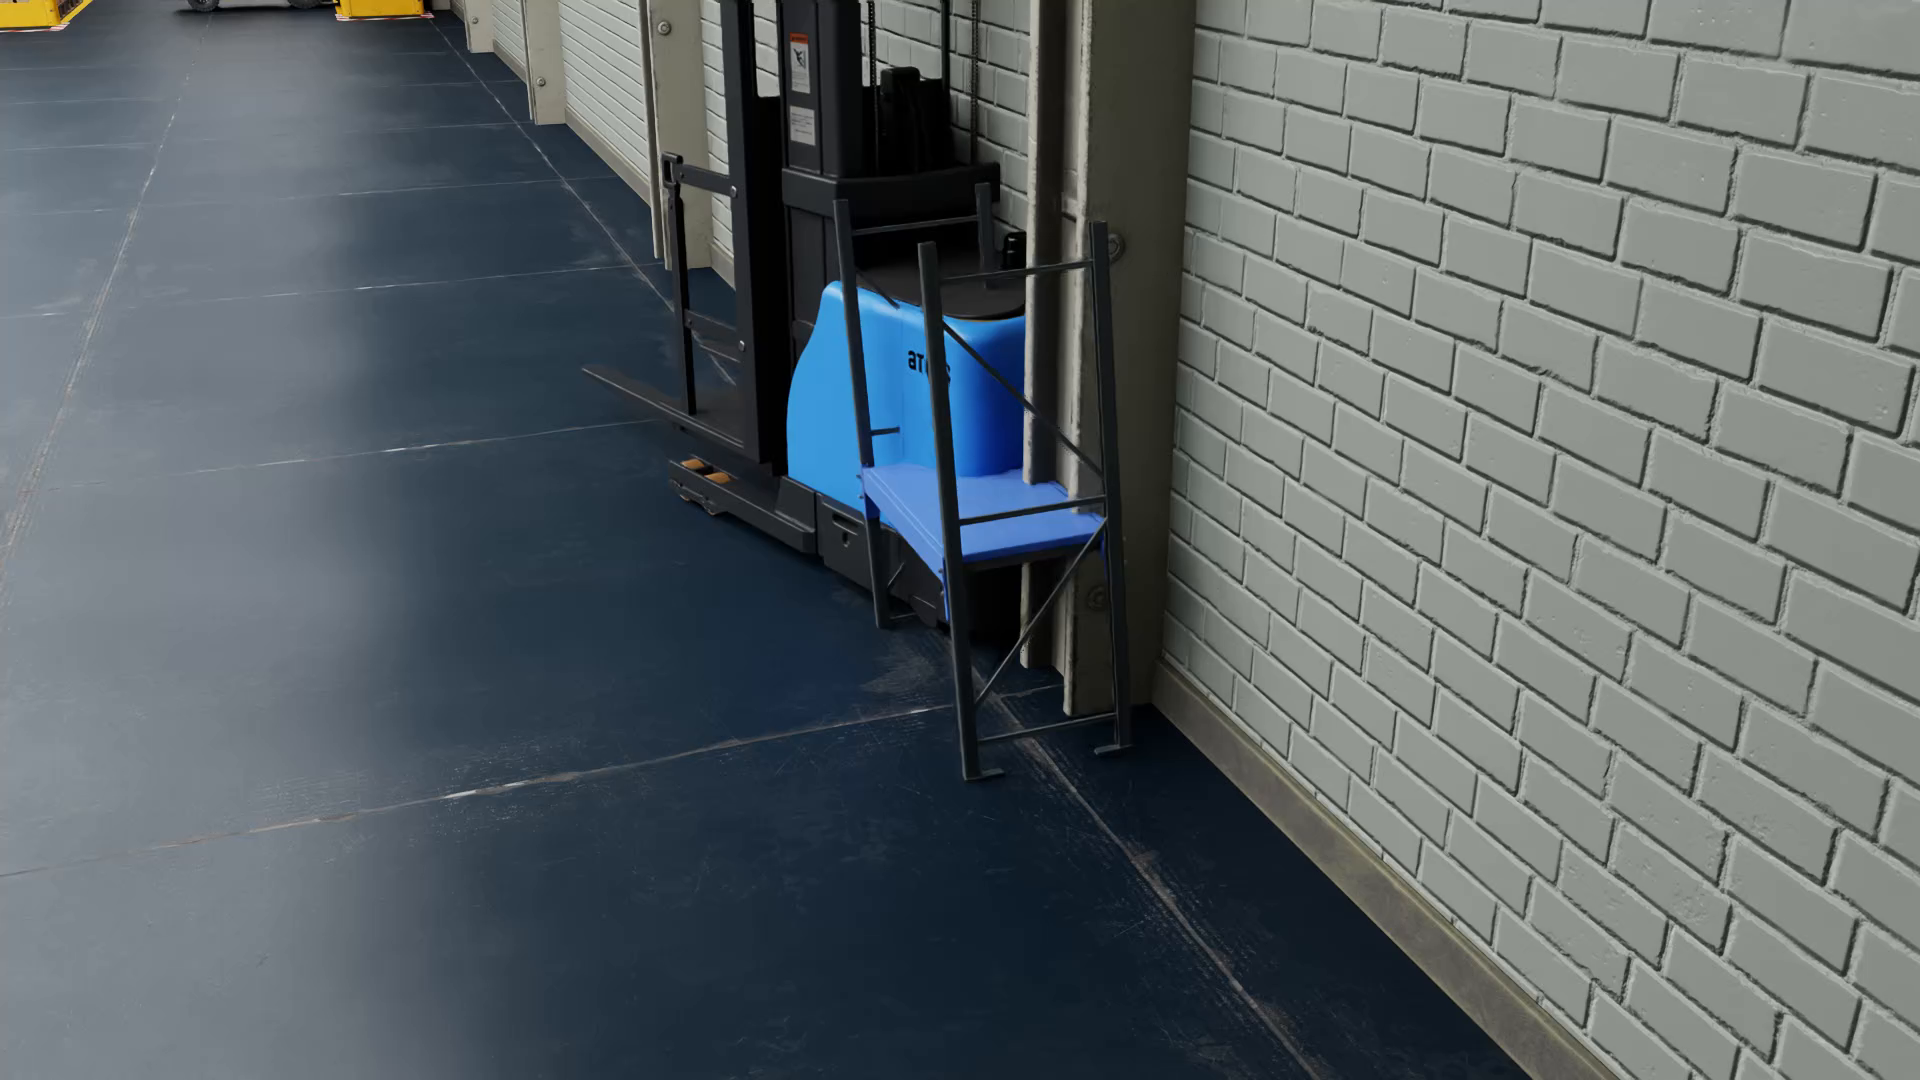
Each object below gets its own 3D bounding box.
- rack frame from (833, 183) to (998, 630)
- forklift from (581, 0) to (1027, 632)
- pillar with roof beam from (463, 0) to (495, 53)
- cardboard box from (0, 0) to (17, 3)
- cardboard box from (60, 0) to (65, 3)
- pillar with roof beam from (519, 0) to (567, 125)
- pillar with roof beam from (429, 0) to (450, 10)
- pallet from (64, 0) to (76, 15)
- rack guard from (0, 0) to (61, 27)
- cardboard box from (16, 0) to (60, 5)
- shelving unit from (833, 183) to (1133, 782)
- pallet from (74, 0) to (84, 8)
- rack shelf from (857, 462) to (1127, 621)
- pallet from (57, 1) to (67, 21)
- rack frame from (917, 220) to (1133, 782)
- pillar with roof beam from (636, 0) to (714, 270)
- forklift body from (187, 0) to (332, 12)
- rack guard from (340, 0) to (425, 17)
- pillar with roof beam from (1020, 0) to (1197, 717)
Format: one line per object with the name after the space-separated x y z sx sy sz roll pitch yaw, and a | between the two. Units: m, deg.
-0.089 -0.373 5.399 0.500 1.500 0.032 -10 20 -14 | rack frame
-0.507 -1.555 6.166 1.130 2.935 3.031 -17 28 -35 | forklift
-9.982 -9.657 17.577 9.100 9.000 0.400 -8 24 -19 | pillar with roof beam
-13.859 -7.797 23.886 0.500 0.250 0.500 -8 24 -19 | cardboard box
-13.513 -8.049 24.484 0.500 0.250 0.500 -7 24 -17 | cardboard box
-7.862 -7.477 12.404 9.100 9.000 0.400 -8 24 -19 | pillar with roof beam
-12.102 -11.838 22.749 9.100 9.000 0.400 -8 24 -19 | pillar with roof beam
-14.022 -8.090 25.172 1.003 0.211 1.213 -8 24 -19 | pallet
-13.340 -7.480 23.354 1.175 0.500 0.348 -8 24 -19 | rack guard
-13.340 -7.862 24.041 0.500 0.250 0.500 -9 24 -19 | cardboard box
0.052 -0.224 4.934 0.538 1.500 1.048 -10 20 -14 | shelving unit
-14.456 -8.534 26.226 1.003 0.211 1.213 -8 24 -19 | pallet
0.066 -0.055 4.992 0.538 0.185 1.000 -10 20 -14 | rack shelf
-13.594 -7.647 24.122 1.003 0.211 1.213 -8 24 -19 | pallet
0.194 -0.076 4.469 0.500 1.500 0.032 -10 20 -14 | rack frame
-5.743 -5.297 7.232 9.100 9.000 0.400 -8 24 -19 | pillar with roof beam
-11.048 -9.335 25.628 2.313 2.155 1.214 -8 24 -19 | forklift body
-8.663 -8.126 24.887 1.175 0.500 0.348 -8 24 -19 | rack guard
-3.623 -3.117 2.059 9.100 9.000 0.400 -8 24 -19 | pillar with roof beam
